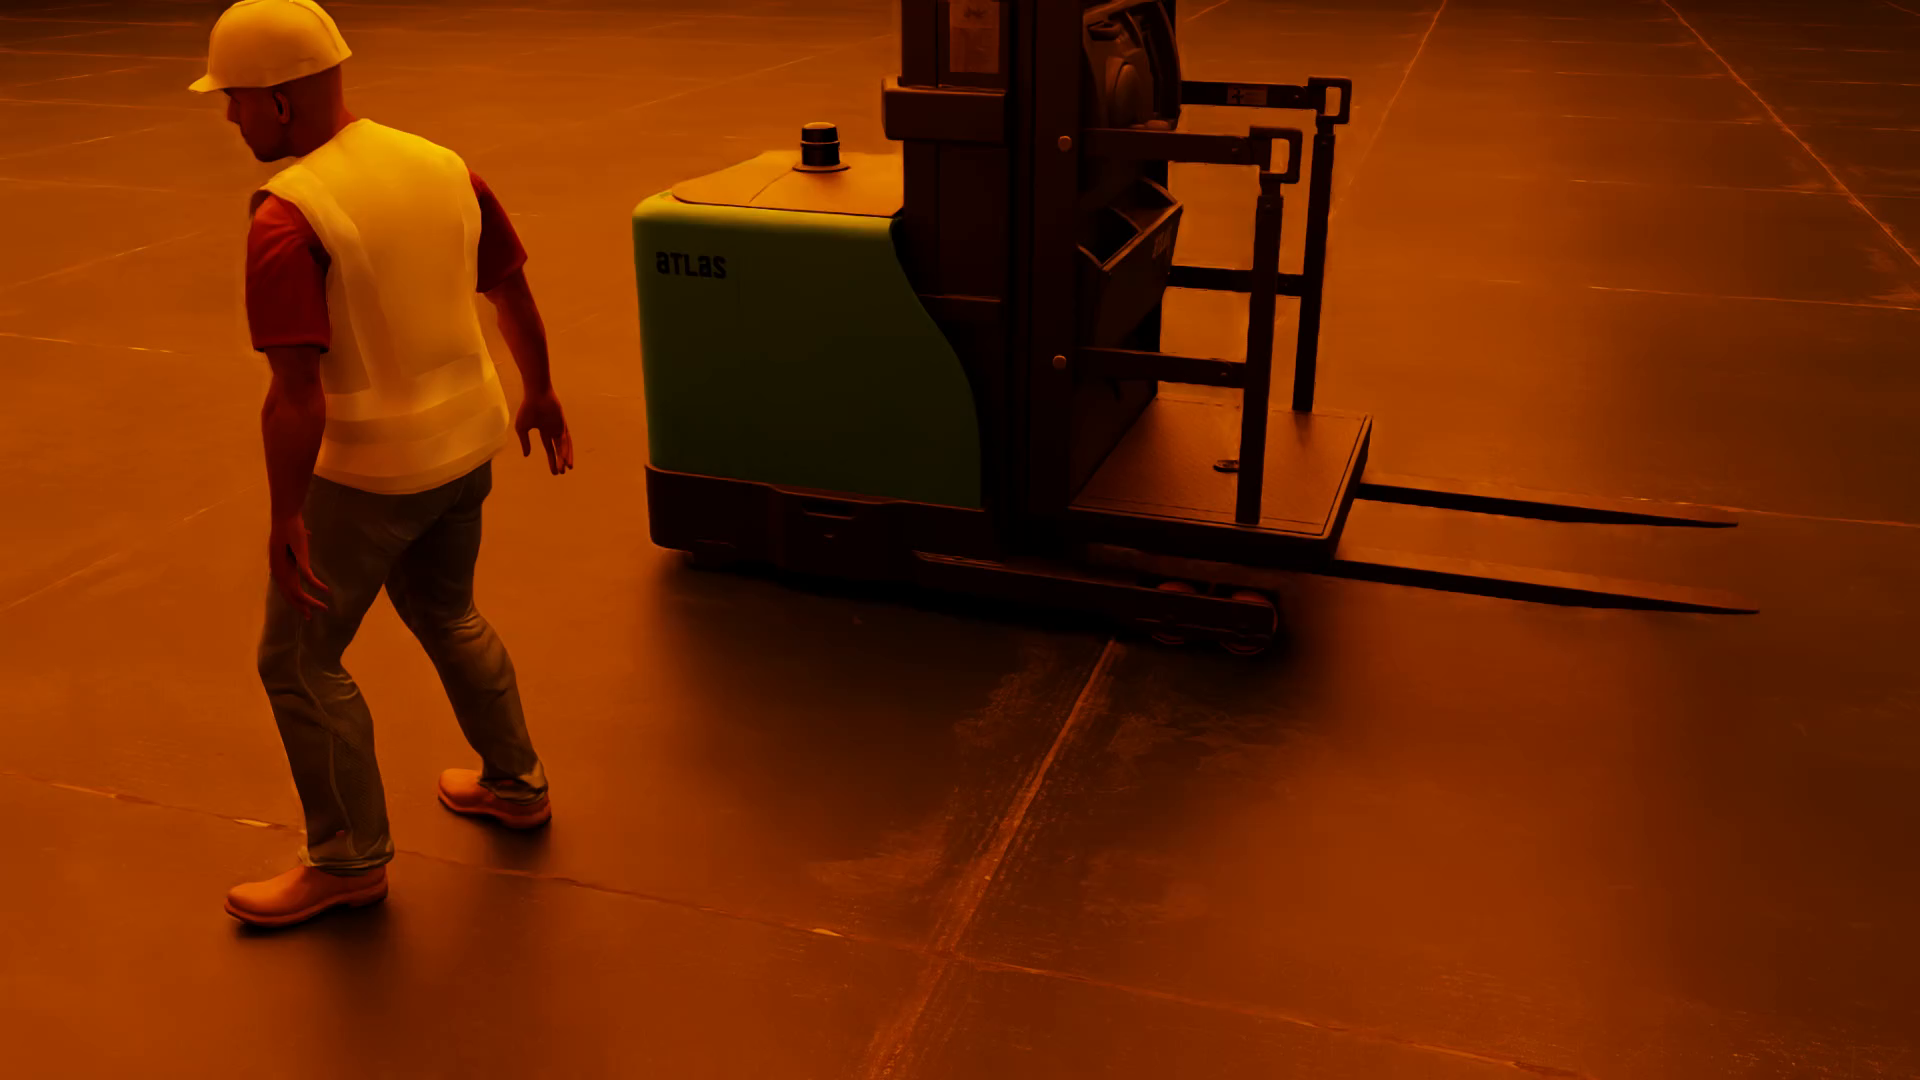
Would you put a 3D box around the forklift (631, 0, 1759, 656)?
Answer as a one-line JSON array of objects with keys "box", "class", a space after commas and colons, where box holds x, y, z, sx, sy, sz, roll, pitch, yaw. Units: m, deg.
[{"box": [0.650, -1.279, 4.377, 3.031, 2.935, 1.130, 7, 24, 17], "class": "forklift"}]

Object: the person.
[{"box": [-1.145, -0.169, 3.270, 0.461, 1.731, 0.876, 9, 24, 20], "class": "person"}]
